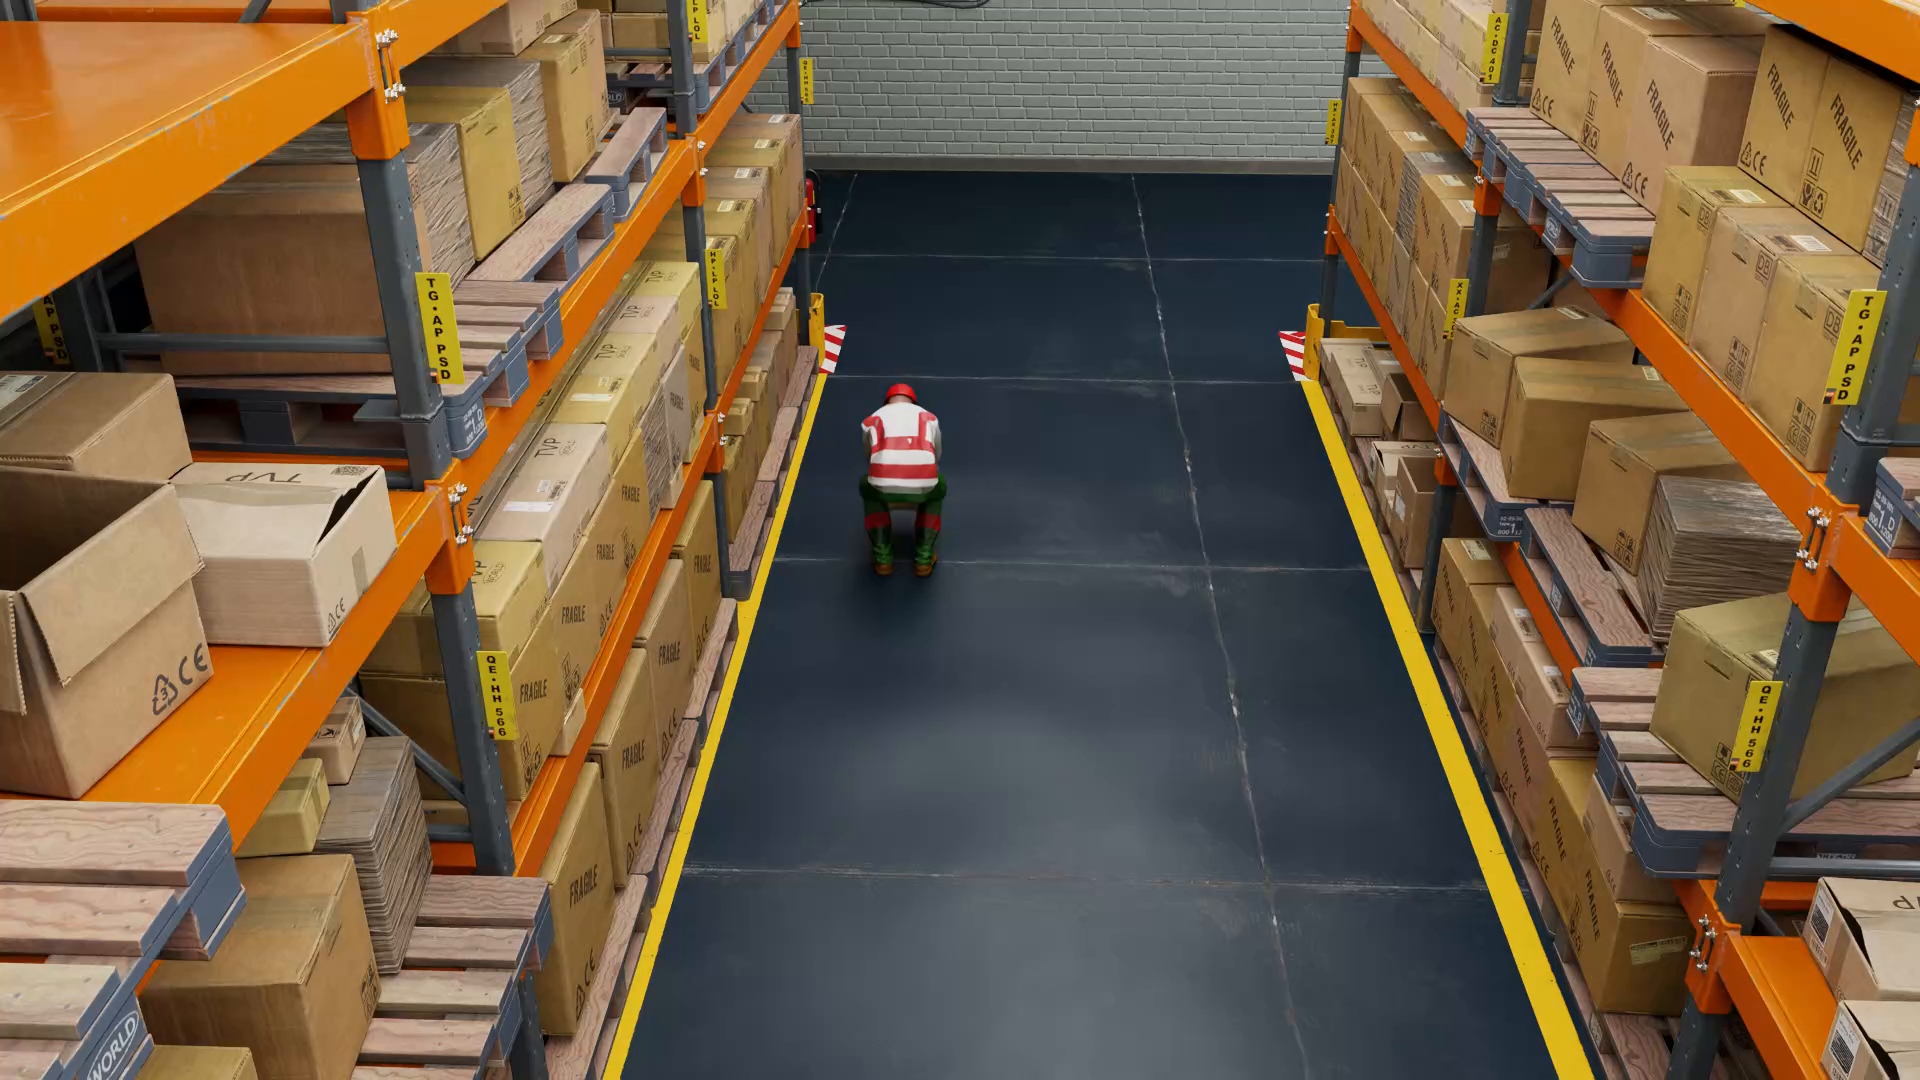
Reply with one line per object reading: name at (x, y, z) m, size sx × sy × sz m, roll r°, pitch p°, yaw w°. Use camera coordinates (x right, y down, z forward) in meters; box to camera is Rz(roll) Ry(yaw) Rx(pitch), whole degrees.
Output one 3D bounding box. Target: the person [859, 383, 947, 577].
person at (-0.347, -0.351, 10.127) m, size 0.535 × 0.987 × 0.950 m, roll 0°, pitch 28°, yaw 0°
